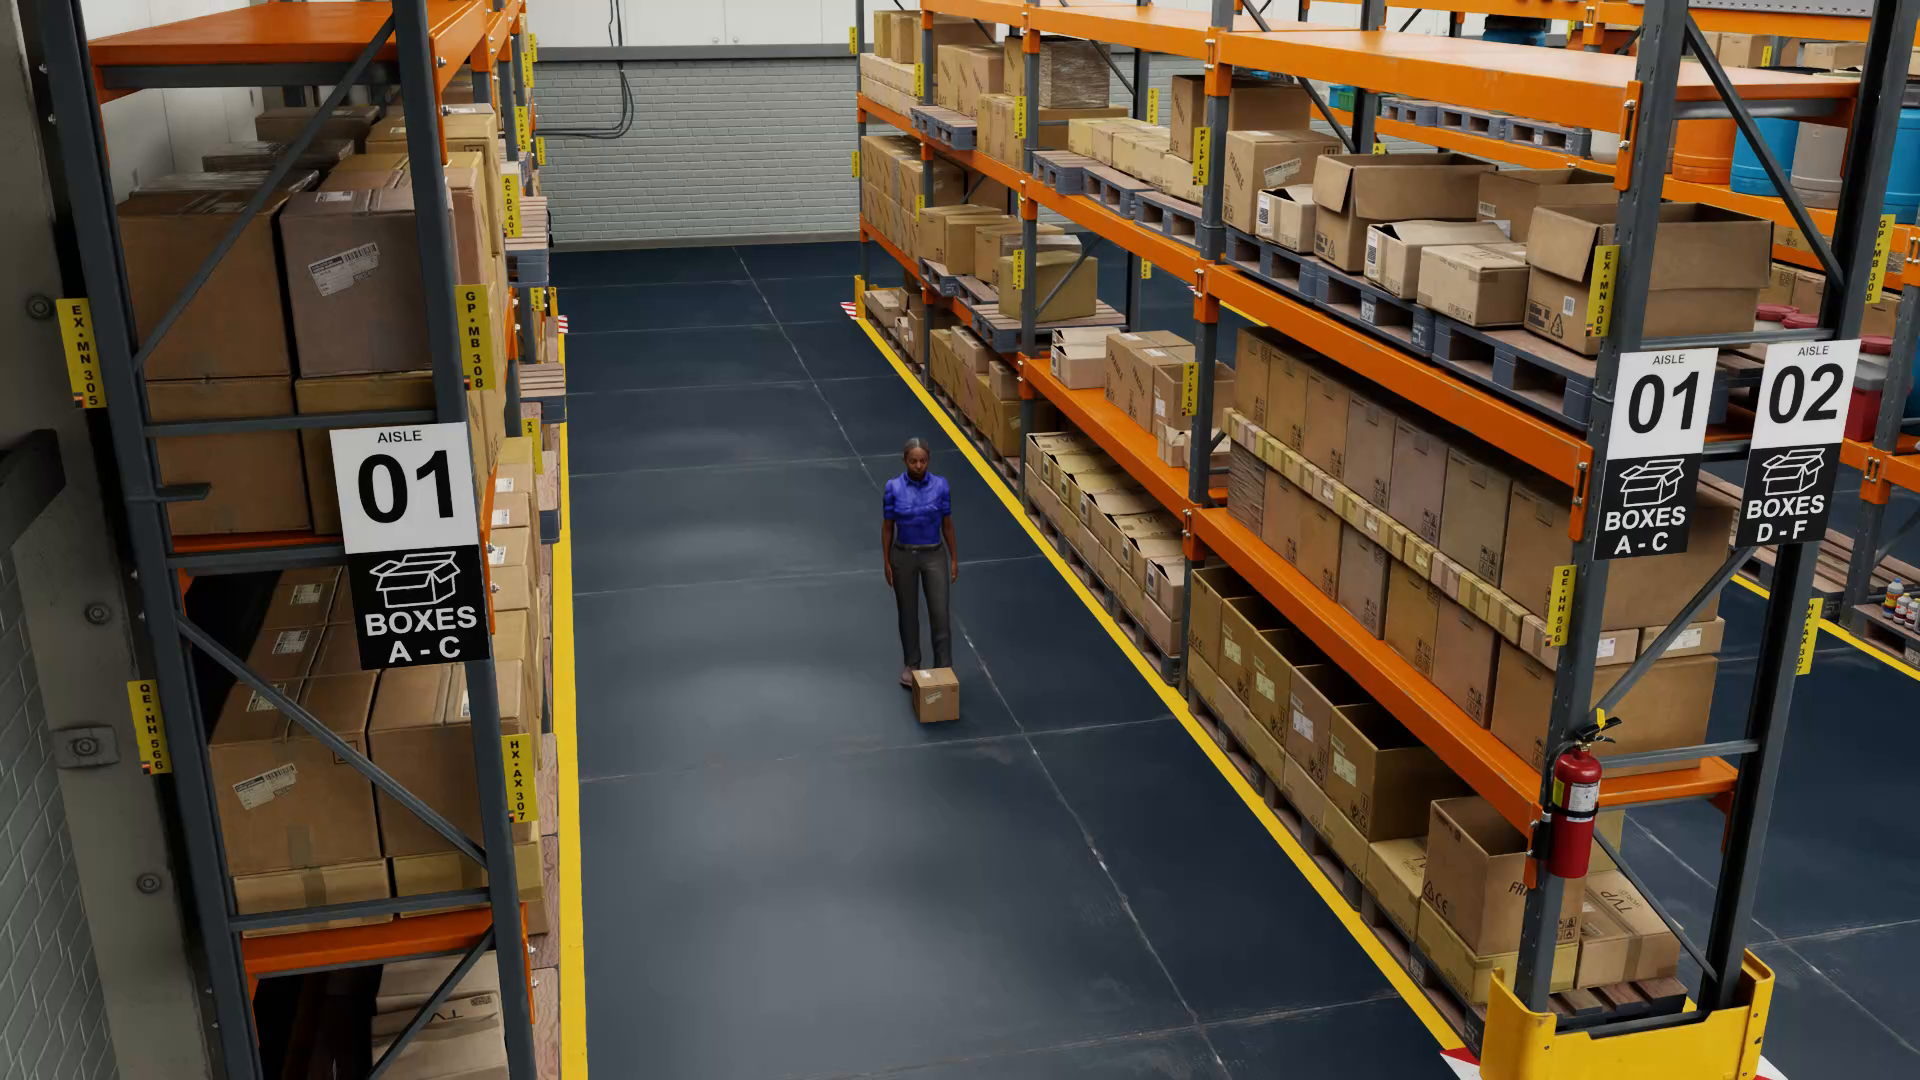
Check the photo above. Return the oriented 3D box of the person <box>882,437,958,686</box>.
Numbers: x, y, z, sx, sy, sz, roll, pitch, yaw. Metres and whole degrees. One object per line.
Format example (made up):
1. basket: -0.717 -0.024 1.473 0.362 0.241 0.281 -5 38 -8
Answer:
1. person: -0.253 0.183 10.540 0.477 1.654 0.603 -1 20 -3
